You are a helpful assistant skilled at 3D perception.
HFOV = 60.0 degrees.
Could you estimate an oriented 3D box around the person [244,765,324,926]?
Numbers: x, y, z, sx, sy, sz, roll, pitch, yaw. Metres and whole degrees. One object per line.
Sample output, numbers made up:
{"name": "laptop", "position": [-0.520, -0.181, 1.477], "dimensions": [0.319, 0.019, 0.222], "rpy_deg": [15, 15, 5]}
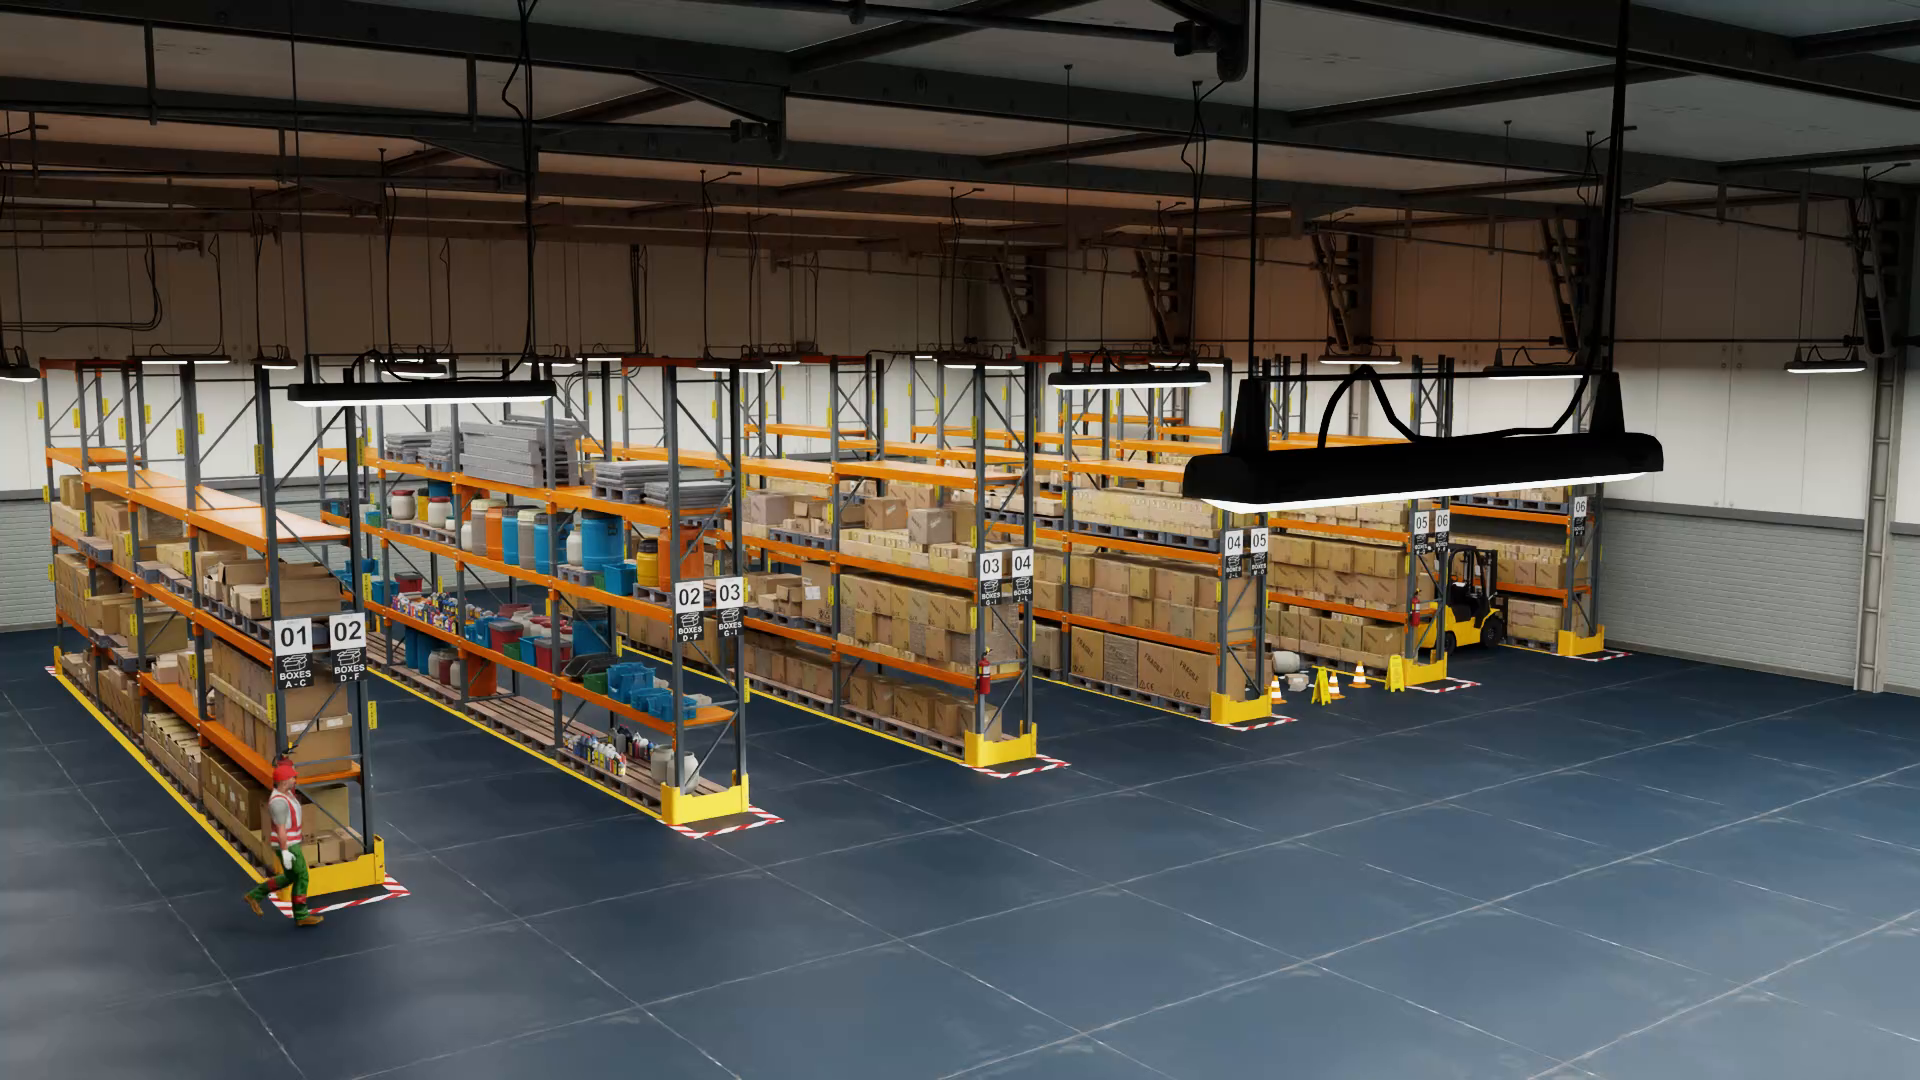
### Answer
{"name": "person", "position": [-7.351, 3.300, 18.002], "dimensions": [0.831, 1.762, 0.635], "rpy_deg": [-2, 7, -15]}

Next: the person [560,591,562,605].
{"name": "person", "position": [-9.235, 0.845, 39.108], "dimensions": [0.410, 1.569, 0.759], "rpy_deg": [6, 9, 41]}
